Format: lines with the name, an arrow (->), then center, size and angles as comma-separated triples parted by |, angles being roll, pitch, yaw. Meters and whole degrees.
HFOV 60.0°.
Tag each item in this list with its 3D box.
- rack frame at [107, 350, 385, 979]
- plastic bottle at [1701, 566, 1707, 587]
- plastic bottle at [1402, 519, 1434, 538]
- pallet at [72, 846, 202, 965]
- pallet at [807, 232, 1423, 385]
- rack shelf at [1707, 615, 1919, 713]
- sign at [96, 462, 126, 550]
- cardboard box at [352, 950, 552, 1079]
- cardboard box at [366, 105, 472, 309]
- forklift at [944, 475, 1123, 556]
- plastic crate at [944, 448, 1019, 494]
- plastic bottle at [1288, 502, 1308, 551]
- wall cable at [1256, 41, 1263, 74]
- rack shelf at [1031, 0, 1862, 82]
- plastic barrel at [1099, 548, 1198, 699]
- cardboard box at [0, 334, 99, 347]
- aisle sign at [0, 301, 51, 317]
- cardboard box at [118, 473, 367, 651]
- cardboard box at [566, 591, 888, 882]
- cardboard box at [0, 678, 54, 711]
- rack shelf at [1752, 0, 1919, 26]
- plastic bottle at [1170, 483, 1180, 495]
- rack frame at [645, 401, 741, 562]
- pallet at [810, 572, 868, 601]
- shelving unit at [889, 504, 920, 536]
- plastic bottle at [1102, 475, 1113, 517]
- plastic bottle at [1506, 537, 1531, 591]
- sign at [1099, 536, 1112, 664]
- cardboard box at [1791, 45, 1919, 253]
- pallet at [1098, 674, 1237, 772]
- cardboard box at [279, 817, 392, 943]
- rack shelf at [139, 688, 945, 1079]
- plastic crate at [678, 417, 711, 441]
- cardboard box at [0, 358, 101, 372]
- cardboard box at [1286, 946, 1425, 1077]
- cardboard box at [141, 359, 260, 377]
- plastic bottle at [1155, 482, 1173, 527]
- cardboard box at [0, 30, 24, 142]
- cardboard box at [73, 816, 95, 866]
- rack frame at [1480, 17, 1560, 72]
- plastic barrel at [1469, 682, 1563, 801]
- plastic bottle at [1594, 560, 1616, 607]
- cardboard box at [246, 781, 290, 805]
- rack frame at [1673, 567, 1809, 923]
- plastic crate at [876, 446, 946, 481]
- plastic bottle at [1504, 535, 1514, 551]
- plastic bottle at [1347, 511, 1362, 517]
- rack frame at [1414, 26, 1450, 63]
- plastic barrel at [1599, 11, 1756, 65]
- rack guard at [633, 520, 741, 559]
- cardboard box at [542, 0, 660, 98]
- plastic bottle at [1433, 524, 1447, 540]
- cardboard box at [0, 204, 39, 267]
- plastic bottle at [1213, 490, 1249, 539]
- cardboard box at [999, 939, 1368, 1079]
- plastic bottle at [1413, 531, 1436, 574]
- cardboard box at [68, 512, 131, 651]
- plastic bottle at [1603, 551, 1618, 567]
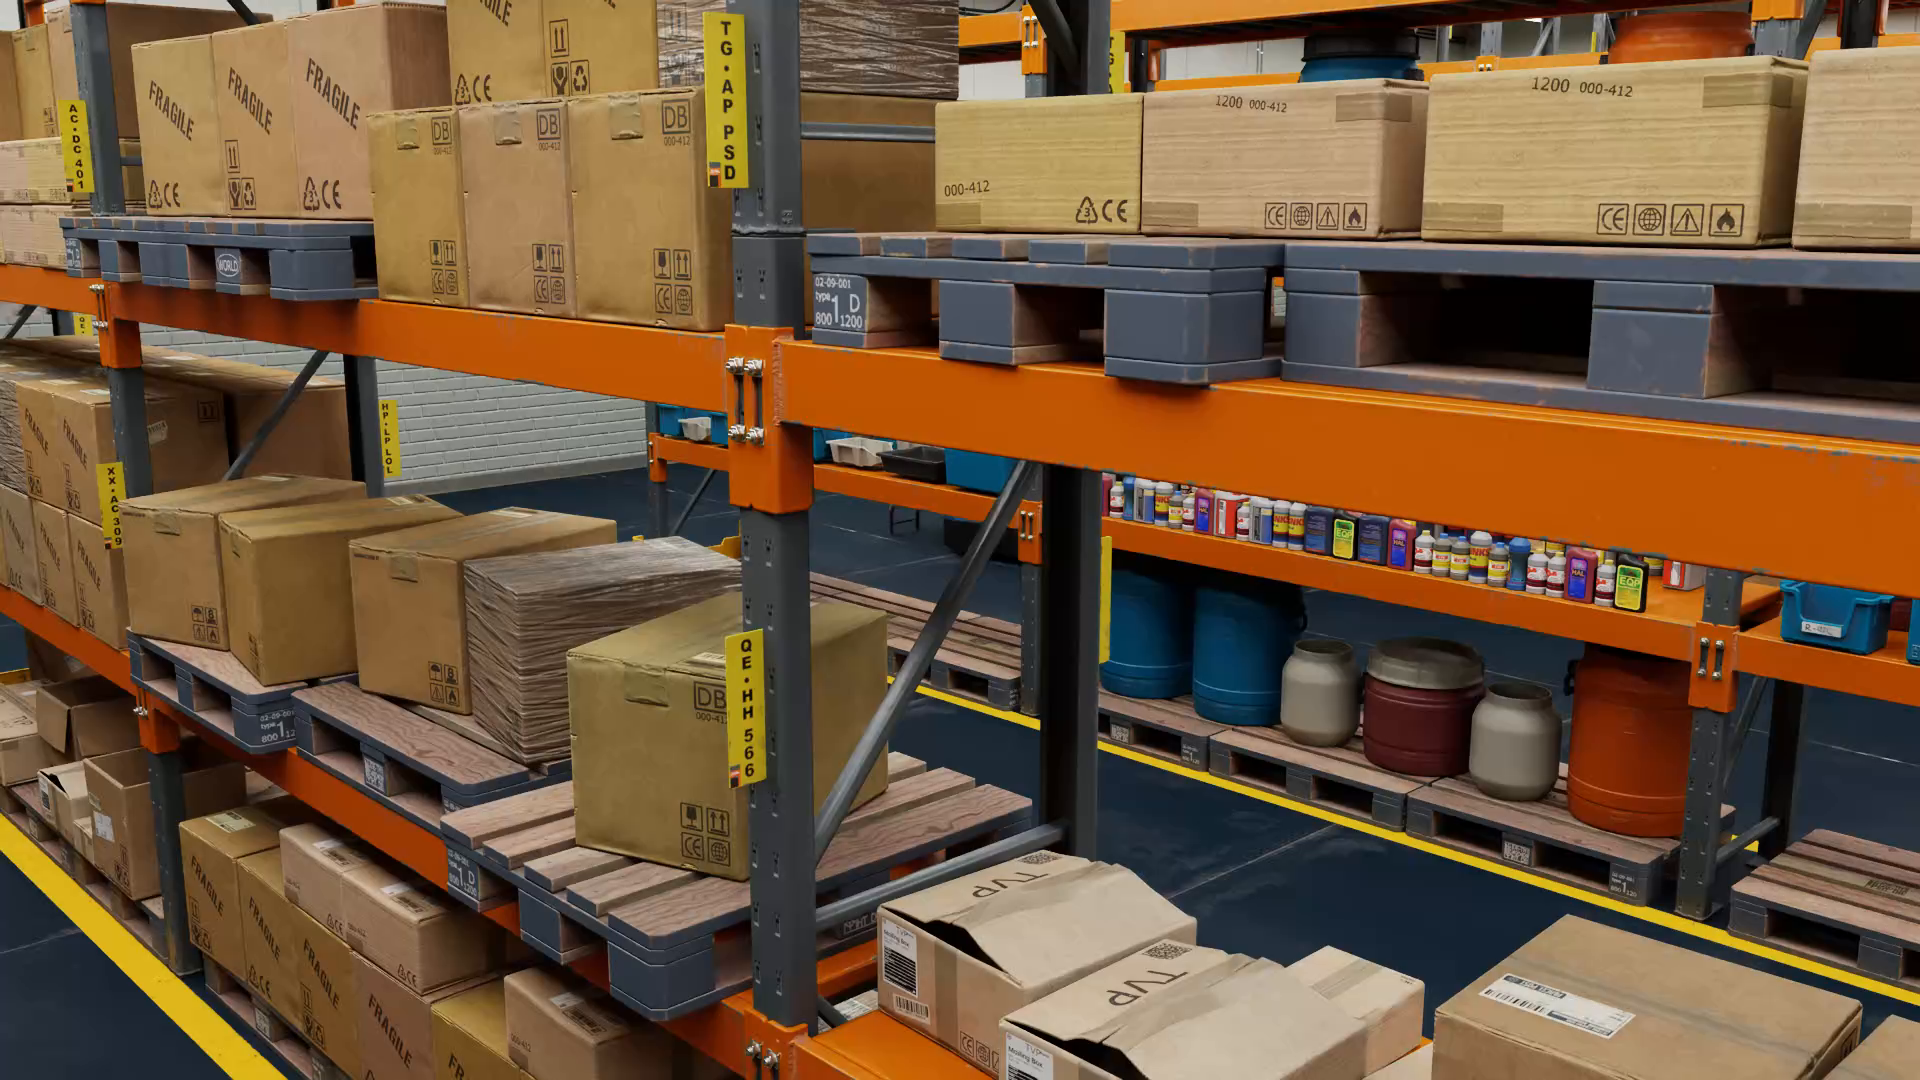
rack frame -> -2.817, 0.217, 6.762 | 1.000, 3.000, 0.127 | -11, 16, -43
plastic bottle -> 3.466, 0.064, 7.813 | 0.152, 0.276, 0.135 | -11, 16, -43
plastic bottle -> 2.383, -0.158, 8.706 | 0.144, 0.351, 0.185 | -11, 16, -43
pallet -> -3.290, 1.483, 7.530 | 1.003, 0.211, 1.213 | -11, 16, -43
pallet -> 0.479, -0.489, 3.224 | 1.213, 0.211, 1.003 | -10, 15, -40
rack shelf -> 4.912, 0.756, 5.932 | 1.077, 0.370, 4.000 | -11, 16, -43
sign -> -3.204, -0.130, 6.302 | 0.100, 0.325, 0.005 | -11, 16, -43
cardboard box -> -1.594, 1.555, 5.374 | 0.500, 0.500, 0.500 | 11, 16, 43
cardboard box -> -1.091, -0.926, 4.631 | 0.910, 0.500, 0.500 | -11, 16, -43
forklift -> 1.376, -1.247, 14.038 | 3.031, 2.935, 1.130 | 7, 14, 32
plastic crate -> 0.199, -0.515, 10.205 | 0.392, 0.384, 0.575 | -11, 16, -43
plastic bottle -> 1.740, -0.085, 8.547 | 0.097, 0.271, 0.097 | 0, 12, 0
wall cable -> 4.624, -6.857, 26.229 | 0.463, 3.000, 0.029 | -11, 16, -43
rack shelf -> 2.149, -2.571, 8.200 | 1.077, 0.370, 4.000 | -11, 16, -43
plastic barrel -> 1.132, 0.431, 9.882 | 0.600, 0.901, 0.708 | -11, 16, -43
cardboard box -> -5.073, -0.879, 9.355 | 0.500, 0.500, 0.500 | -11, 16, -43
aisle sign -> -5.405, -1.692, 9.588 | 0.394, 0.787, 0.004 | -11, 16, -43
cardboard box -> -2.651, 0.063, 6.222 | 0.500, 0.500, 0.700 | 6, 13, 26
cardboard box -> -0.571, 0.470, 4.246 | 0.500, 0.500, 0.700 | 6, 13, 26
cardboard box -> -5.064, 0.957, 8.897 | 0.500, 0.250, 0.500 | -11, 16, -43
rack shelf -> 13.724, -7.741, 24.071 | 1.077, 0.370, 4.000 | -11, 16, -43
plastic bottle -> 1.274, -0.399, 10.061 | 0.152, 0.276, 0.135 | -11, 16, -43
rack frame -> -1.994, -1.056, 12.943 | 1.000, 3.000, 0.127 | -11, 16, -43
pallet -> -1.453, 0.435, 12.614 | 1.003, 0.211, 1.213 | -11, 16, -43
shelving unit -> -0.247, -0.758, 15.211 | 0.755, 1.500, 0.431 | 10, 15, 40
plastic bottle -> 0.805, -0.283, 9.478 | 0.061, 0.283, 0.133 | -11, 16, -43
plastic bottle -> 2.582, 0.093, 7.682 | 0.097, 0.271, 0.097 | 0, 12, 0
sign -> 0.345, 0.156, 4.189 | 0.100, 0.325, 0.005 | -11, 16, -43
cardboard box -> 1.432, -0.504, 2.161 | 0.500, 0.250, 0.500 | 10, 15, 40
pallet -> 1.271, 1.012, 9.816 | 1.003, 0.211, 1.213 | -11, 16, -43
cardboard box -> -1.968, 1.109, 5.678 | 0.500, 0.250, 0.500 | -11, 16, -42
rack shelf -> -1.436, 0.862, 5.417 | 1.077, 0.370, 4.000 | -11, 16, -43
plastic crate -> -1.900, -0.816, 12.283 | 0.250, 0.136, 0.298 | -11, 16, -43
cardboard box -> -4.404, -0.581, 7.909 | 0.500, 0.500, 0.500 | -11, 16, -43
cardboard box -> 0.766, 1.017, 3.503 | 0.380, 0.149, 0.250 | -11, 16, -43
cardboard box -> -3.650, -0.580, 7.904 | 0.500, 0.500, 0.500 | 11, 16, 43
plastic bottle -> 1.125, -0.215, 9.177 | 0.097, 0.271, 0.097 | 0, 12, 0
cardboard box -> -4.228, -2.073, 7.718 | 0.700, 0.500, 0.500 | -11, 16, -43
cardboard box -> -3.718, 1.308, 7.442 | 0.380, 0.149, 0.250 | -11, 16, -43
rack frame -> 4.351, -4.101, 12.854 | 1.000, 3.000, 0.127 | -11, 16, -43
plastic barrel -> 2.726, 0.985, 8.159 | 0.421, 0.512, 0.421 | 0, 12, 0
plastic bottle -> 2.876, 0.190, 7.388 | 0.097, 0.201, 0.097 | 0, 12, 0
cardboard box -> -2.950, 1.227, 7.432 | 0.500, 0.311, 0.500 | -11, 16, -43
rack frame -> 3.531, 0.111, 7.276 | 1.000, 3.000, 0.127 | -11, 16, -43
plastic crate -> -0.199, -0.493, 10.742 | 0.437, 0.125, 0.590 | -11, 16, -43
plastic bottle -> 2.834, -0.075, 8.500 | 0.097, 0.271, 0.097 | 0, 12, 0
plastic bottle -> 1.978, -0.053, 8.362 | 0.061, 0.283, 0.133 | -11, 16, -43
rack frame -> 5.245, -5.361, 18.971 | 1.000, 3.000, 0.127 | -11, 16, -43
plastic barrel -> 3.141, -1.857, 7.292 | 0.600, 0.830, 0.708 | -11, 16, -43
rack guard -> -2.020, 0.166, 13.203 | 1.175, 0.500, 0.348 | -11, 16, -43
cardboard box -> -0.703, -1.346, 4.189 | 0.500, 0.500, 0.500 | -11, 16, -43
plastic bottle -> 2.508, -0.138, 8.796 | 0.152, 0.276, 0.135 | -11, 16, -43
cardboard box -> -3.683, -1.287, 7.000 | 0.500, 0.250, 0.500 | -11, 16, -43
plastic bottle -> 1.452, -0.156, 8.880 | 0.152, 0.276, 0.135 | -11, 16, -43
cardboard box -> 0.423, 1.002, 3.173 | 0.500, 0.311, 0.500 | -11, 16, -43
plastic bottle -> 2.246, 0.057, 8.034 | 0.097, 0.201, 0.097 | 0, 12, 0
cardboard box -> -3.348, 0.131, 6.932 | 0.500, 0.500, 0.500 | -11, 16, -42
plastic bottle -> 3.146, -0.004, 8.141 | 0.152, 0.276, 0.135 | -11, 16, -43
